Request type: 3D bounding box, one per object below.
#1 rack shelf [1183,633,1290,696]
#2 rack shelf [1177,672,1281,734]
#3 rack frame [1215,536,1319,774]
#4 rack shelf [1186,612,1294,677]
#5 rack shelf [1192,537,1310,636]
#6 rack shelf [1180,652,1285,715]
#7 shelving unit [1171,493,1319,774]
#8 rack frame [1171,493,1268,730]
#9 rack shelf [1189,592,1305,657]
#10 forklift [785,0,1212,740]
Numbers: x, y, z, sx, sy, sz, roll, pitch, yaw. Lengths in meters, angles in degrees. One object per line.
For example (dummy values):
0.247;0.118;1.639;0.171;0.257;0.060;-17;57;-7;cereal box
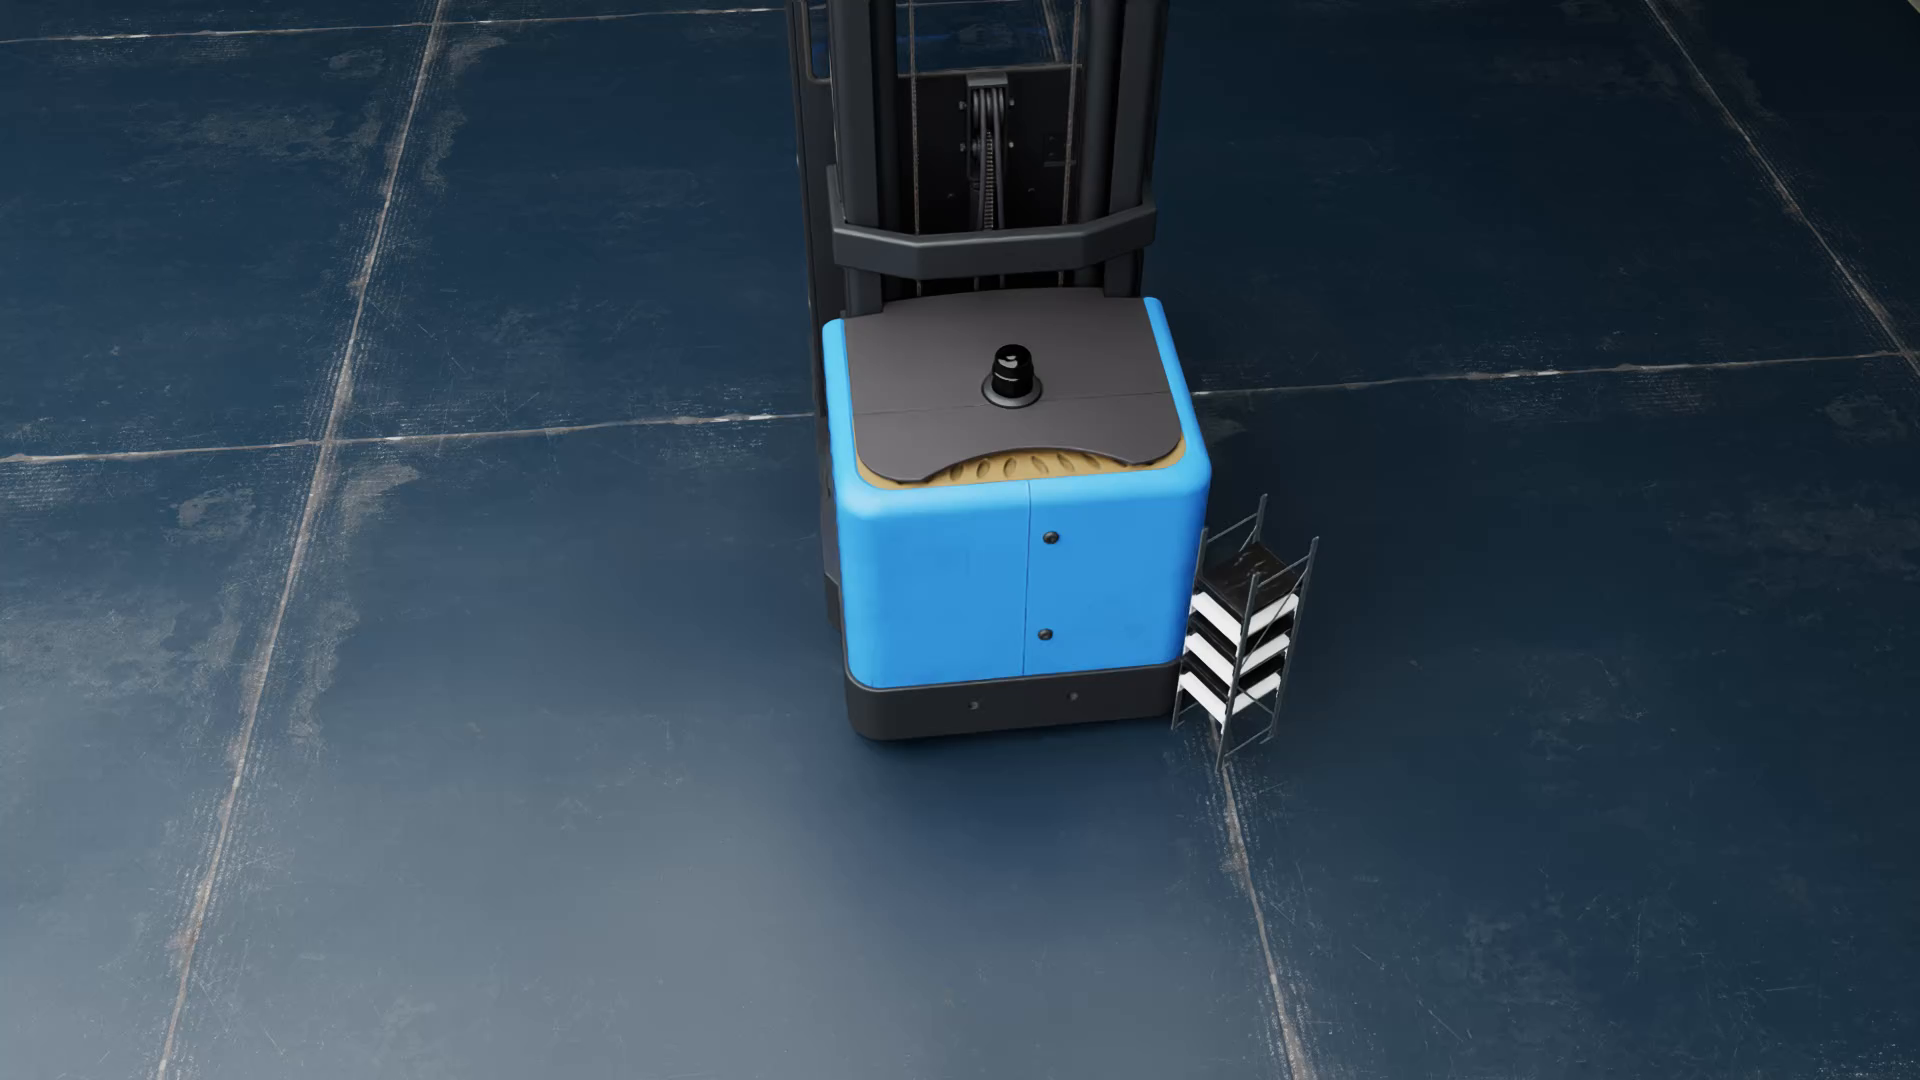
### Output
0.817;0.315;4.878;0.258;0.077;0.200;-28;53;-24;rack shelf
0.817;0.438;5.009;0.258;0.077;0.200;-28;53;-24;rack shelf
0.877;0.351;4.797;0.240;0.900;0.006;-28;53;-24;rack frame
0.817;0.253;4.812;0.258;0.077;0.200;-28;53;-24;rack shelf
0.818;0.129;4.682;0.258;0.077;0.200;-28;53;-24;rack shelf
0.817;0.376;4.943;0.258;0.077;0.200;-28;53;-24;rack shelf
0.817;0.292;4.854;0.258;0.900;0.210;-28;53;-24;shelving unit
0.758;0.232;4.910;0.240;0.900;0.006;-28;53;-24;rack frame
0.818;0.191;4.747;0.258;0.077;0.200;-28;53;-24;rack shelf
0.022;-1.474;5.127;1.130;2.935;3.031;-5;47;-4;forklift
